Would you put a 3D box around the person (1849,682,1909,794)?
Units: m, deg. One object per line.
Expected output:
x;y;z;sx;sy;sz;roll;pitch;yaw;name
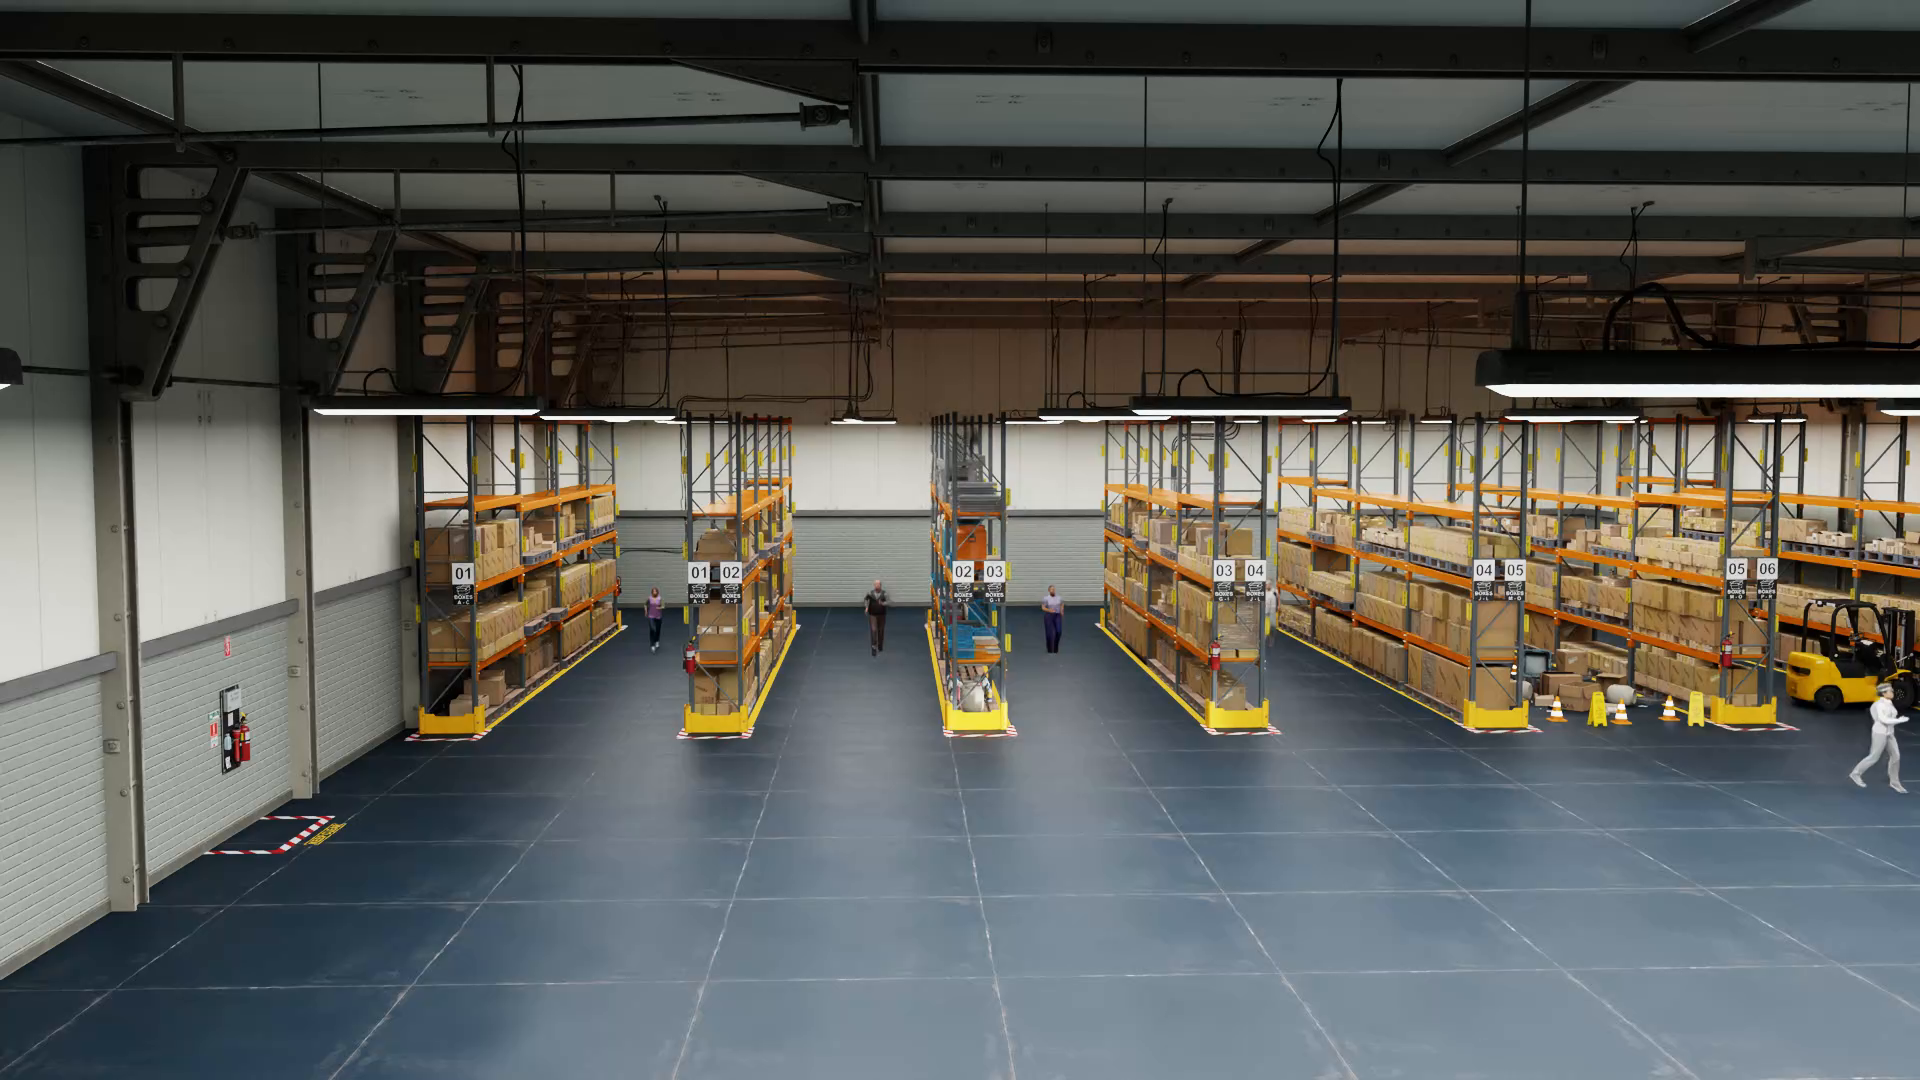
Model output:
14.454;3.088;26.126;0.805;1.747;0.612;4;5;43;person

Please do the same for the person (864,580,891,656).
-1.973;1.851;39.845;0.635;1.783;0.781;0;4;-5;person

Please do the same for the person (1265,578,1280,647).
8.055;1.909;43.383;0.673;1.848;0.751;0;4;1;person

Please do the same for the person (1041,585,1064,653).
2.248;1.915;39.943;0.590;1.653;0.592;-1;4;-9;person

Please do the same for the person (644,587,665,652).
-7.801;2.017;42.513;0.519;1.623;0.797;-1;4;-14;person
